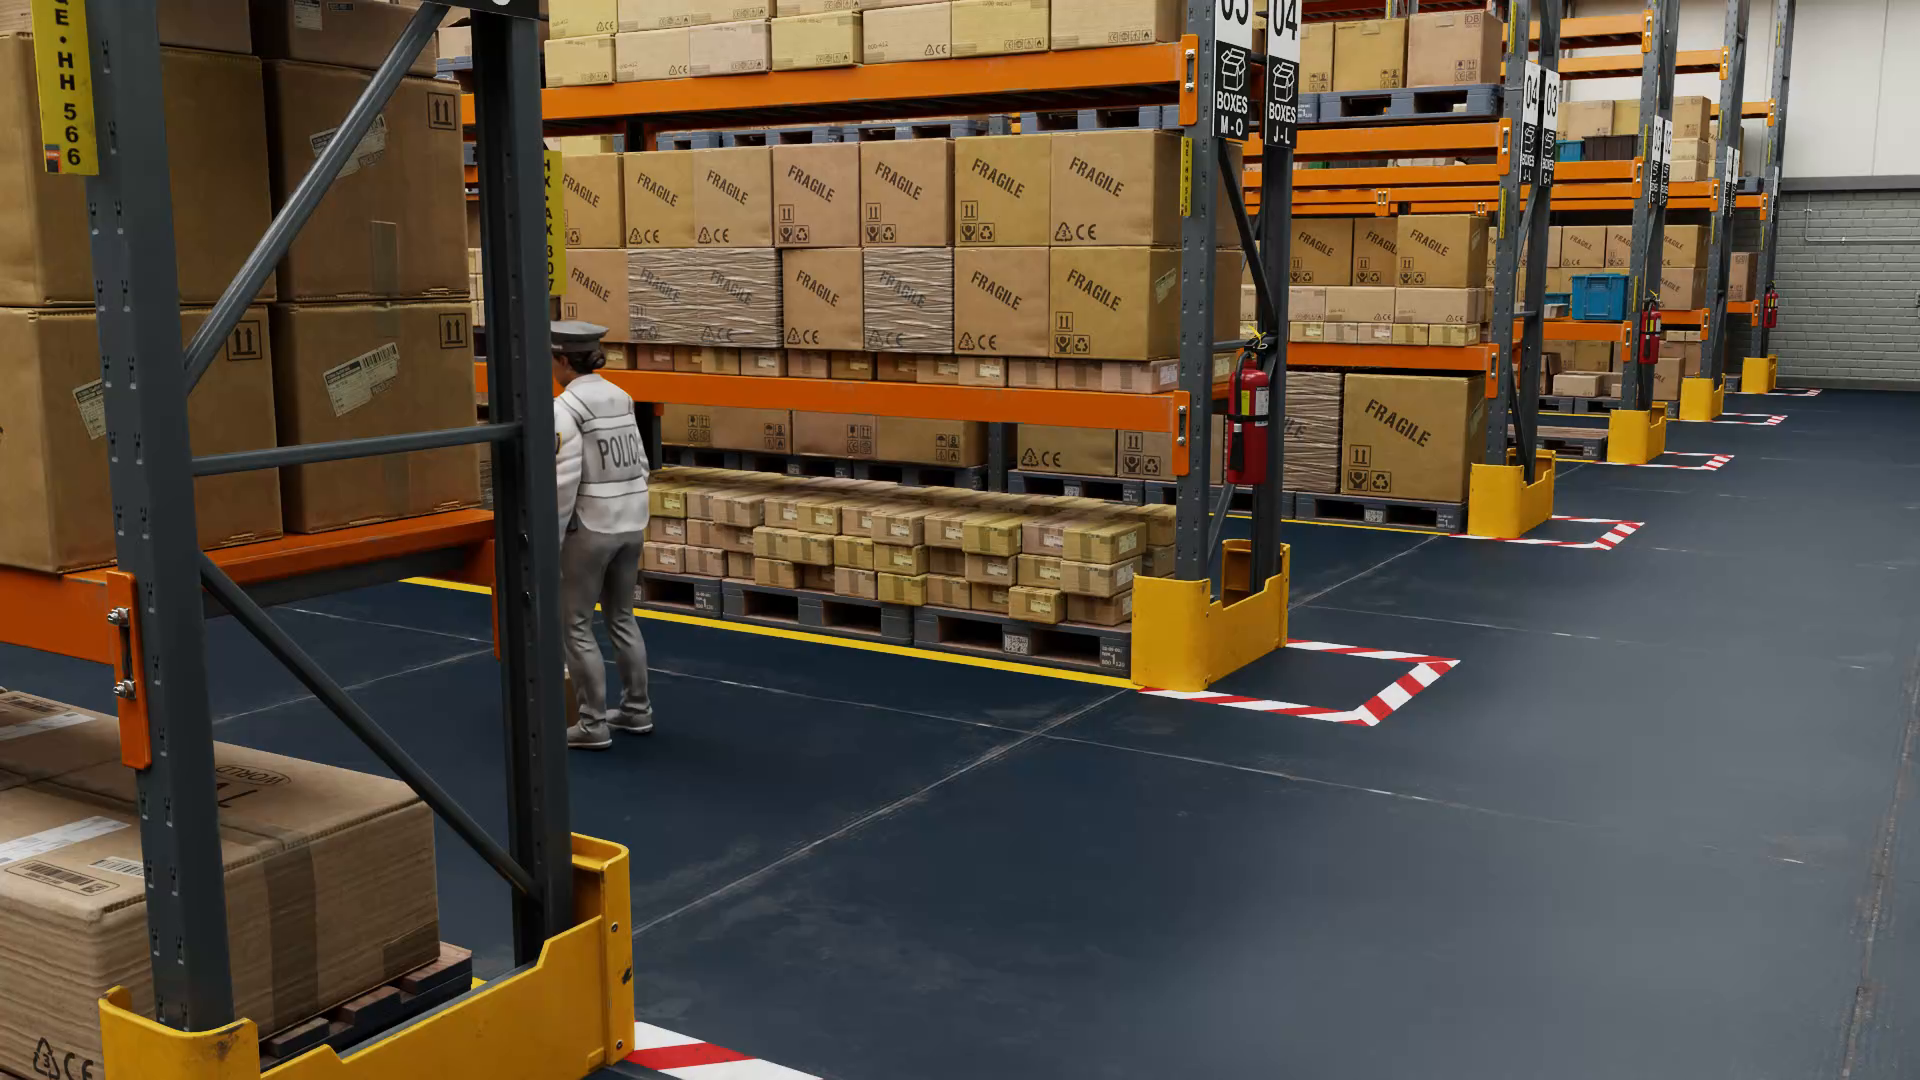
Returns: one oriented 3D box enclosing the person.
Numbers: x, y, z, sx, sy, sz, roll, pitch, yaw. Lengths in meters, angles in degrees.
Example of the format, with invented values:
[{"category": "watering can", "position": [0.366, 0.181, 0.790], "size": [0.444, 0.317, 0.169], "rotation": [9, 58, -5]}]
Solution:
[{"category": "person", "position": [-1.426, -0.020, 6.498], "size": [0.375, 1.661, 0.527], "rotation": [5, 11, 28]}]
